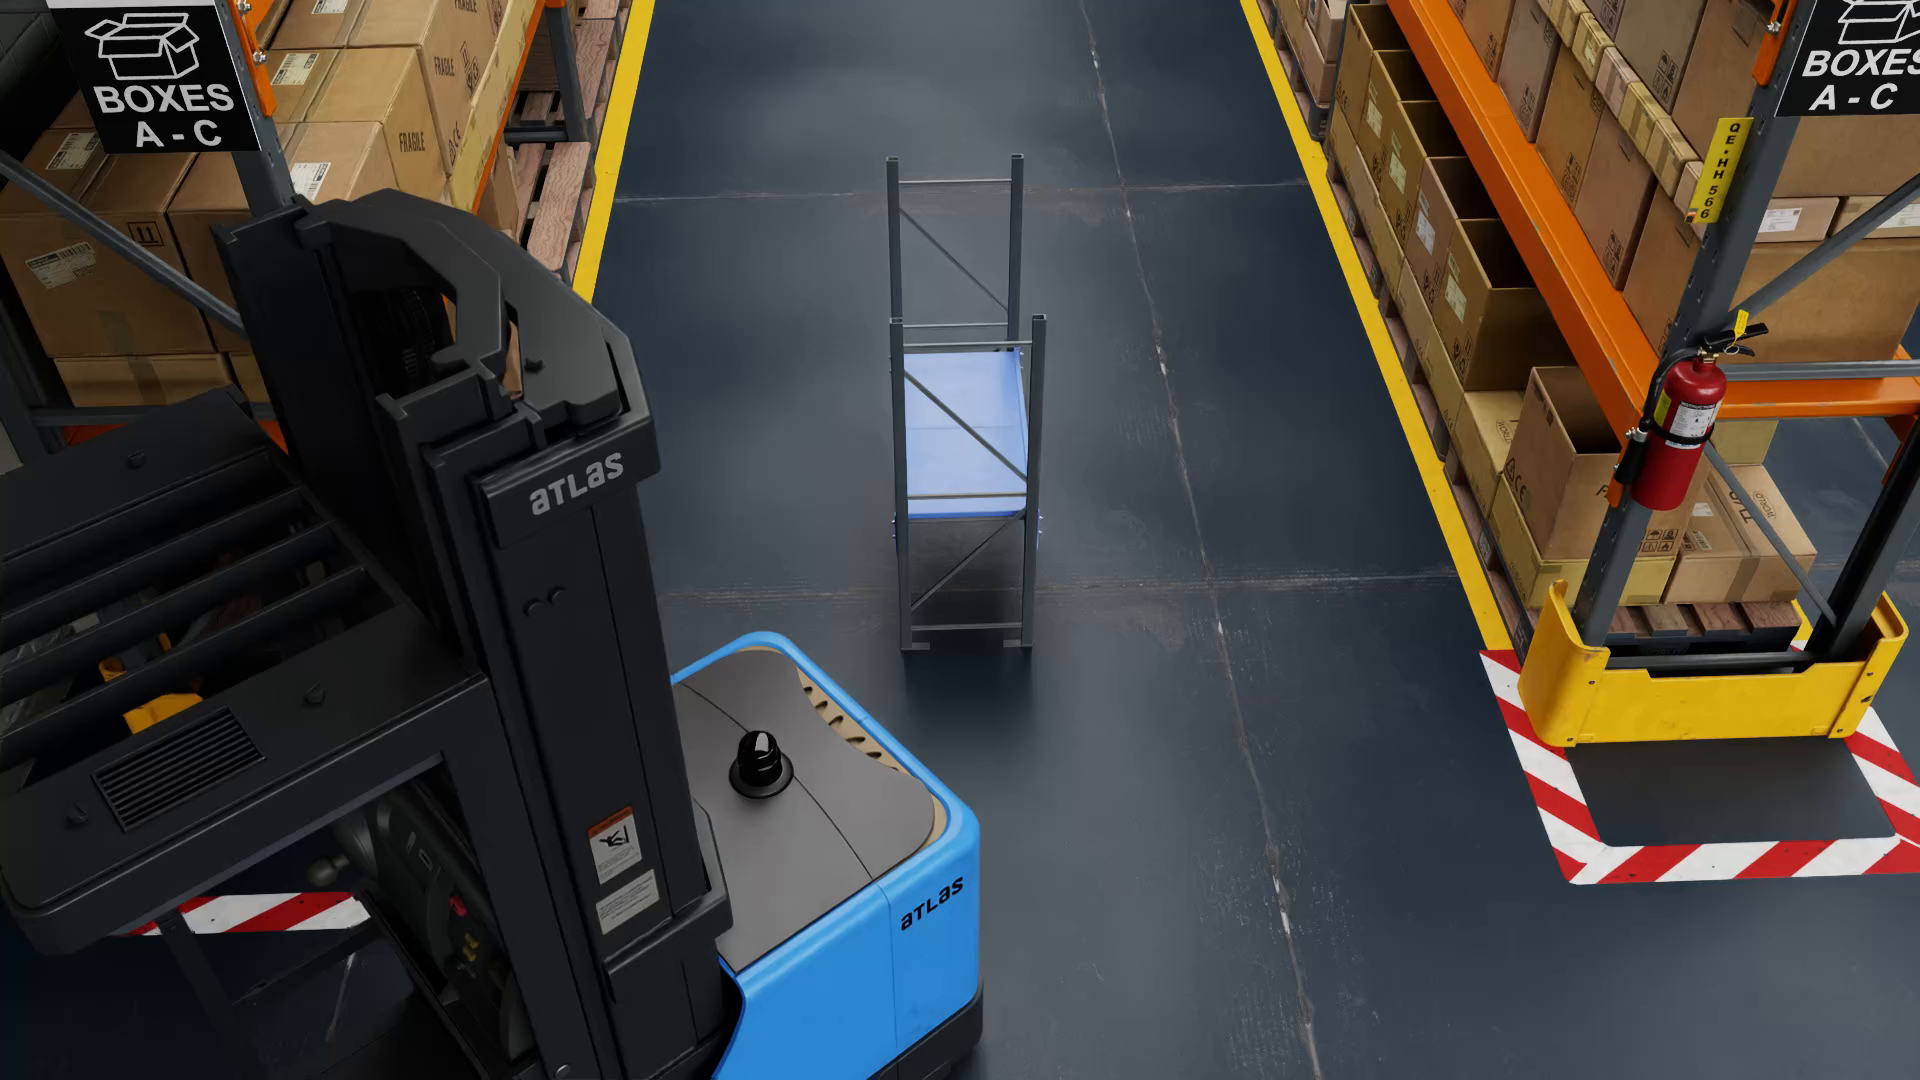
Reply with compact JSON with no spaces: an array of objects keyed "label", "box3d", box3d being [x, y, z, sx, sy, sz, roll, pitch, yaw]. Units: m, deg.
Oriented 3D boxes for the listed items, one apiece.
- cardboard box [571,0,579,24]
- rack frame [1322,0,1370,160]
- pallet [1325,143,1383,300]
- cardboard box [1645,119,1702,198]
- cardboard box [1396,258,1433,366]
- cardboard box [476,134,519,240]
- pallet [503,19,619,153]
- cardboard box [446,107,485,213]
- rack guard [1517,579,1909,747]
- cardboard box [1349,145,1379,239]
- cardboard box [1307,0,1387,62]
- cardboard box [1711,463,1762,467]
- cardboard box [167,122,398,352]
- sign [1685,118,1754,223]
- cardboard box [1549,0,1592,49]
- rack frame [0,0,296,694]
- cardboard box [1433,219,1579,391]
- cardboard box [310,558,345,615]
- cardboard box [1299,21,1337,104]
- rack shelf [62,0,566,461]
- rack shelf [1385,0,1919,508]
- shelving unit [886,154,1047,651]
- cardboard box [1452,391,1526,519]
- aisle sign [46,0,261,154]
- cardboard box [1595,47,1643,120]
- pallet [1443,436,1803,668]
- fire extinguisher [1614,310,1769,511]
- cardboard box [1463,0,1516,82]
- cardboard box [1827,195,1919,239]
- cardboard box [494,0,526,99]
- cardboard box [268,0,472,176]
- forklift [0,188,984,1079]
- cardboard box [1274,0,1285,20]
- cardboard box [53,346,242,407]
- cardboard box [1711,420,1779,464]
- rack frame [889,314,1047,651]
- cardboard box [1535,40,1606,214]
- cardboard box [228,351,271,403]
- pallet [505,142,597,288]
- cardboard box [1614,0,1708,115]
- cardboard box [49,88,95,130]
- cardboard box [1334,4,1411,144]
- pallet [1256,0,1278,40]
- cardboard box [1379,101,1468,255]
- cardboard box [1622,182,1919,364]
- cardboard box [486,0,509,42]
[{"label":"cardboard box","box3d":[-2.589,-3.154,9.496,0.700,0.500,0.500,-2,43,-3]},{"label":"rack frame","box3d":[2.480,-3.214,8.037,1.000,3.000,0.127,-2,43,-2]},{"label":"pallet","box3d":[2.471,-1.648,8.392,1.003,0.211,1.213,-2,43,-2]},{"label":"cardboard box","box3d":[2.430,-1.219,5.306,0.380,0.149,0.250,-1,43,-1]},{"label":"cardboard box","box3d":[2.256,-1.021,7.368,0.500,0.250,0.500,-2,43,-2]},{"label":"cardboard box","box3d":[-2.385,-1.611,7.812,0.500,0.500,0.500,-5,43,-5]},{"label":"pallet","box3d":[-2.504,-2.567,9.395,1.003,0.211,1.213,-2,43,-2]},{"label":"cardboard box","box3d":[-2.055,-1.354,6.104,0.500,0.250,0.500,-2,43,-2]},{"label":"rack guard","box3d":[2.650,0.424,5.918,1.175,0.500,0.348,-2,43,-2]},{"label":"cardboard box","box3d":[2.212,-1.696,8.105,0.500,0.250,0.500,-2,43,-2]},{"label":"cardboard box","box3d":[2.176,-2.827,8.924,0.500,0.311,0.500,-2,43,-2]},{"label":"cardboard box","box3d":[2.824,-0.361,6.648,0.500,0.250,0.500,-2,43,-2]},{"label":"cardboard box","box3d":[-2.020,-0.929,5.084,0.500,0.500,0.500,-2,43,-2]},{"label":"sign","box3d":[2.107,-1.022,4.613,0.100,0.325,0.005,-2,43,-2]},{"label":"cardboard box","box3d":[2.386,-1.916,6.067,0.380,0.149,0.250,-1,43,-1]},{"label":"rack frame","box3d":[-2.300,-0.369,4.933,1.000,3.000,0.127,-2,43,-2]},{"label":"cardboard box","box3d":[2.272,-0.960,6.746,0.500,0.500,0.500,-2,43,-2]},{"label":"cardboard box","box3d":[-2.239,-0.010,6.205,0.500,0.311,0.500,-6,43,-7]},{"label":"cardboard box","box3d":[2.172,-2.627,9.120,0.500,0.250,0.500,-2,43,-2]},{"label":"rack shelf","box3d":[-2.385,-1.454,6.649,1.077,0.370,4.000,-2,43,-2]},{"label":"rack shelf","box3d":[2.565,-1.599,6.807,1.077,0.370,4.000,-2,43,-2]},{"label":"shelving unit","box3d":[0.004,-0.495,6.180,0.538,1.500,1.048,-2,43,-2]},{"label":"cardboard box","box3d":[2.298,-0.346,6.632,0.500,0.250,0.500,-2,43,-2]},{"label":"aisle sign","box3d":[-1.997,-1.288,4.011,0.394,0.787,0.004,-2,43,-2]},{"label":"cardboard box","box3d":[2.411,-1.562,5.680,0.380,0.149,0.250,-1,43,-1]},{"label":"pallet","box3d":[2.575,-0.001,6.595,1.003,0.211,1.213,-2,43,-2]},{"label":"fire extinguisher","box3d":[2.190,-0.392,5.015,0.296,0.674,0.183,-2,43,-2]},{"label":"cardboard box","box3d":[2.551,-2.257,6.919,0.700,0.500,0.500,-1,43,-1]},{"label":"cardboard box","box3d":[2.848,-1.061,5.134,0.380,0.149,0.250,-2,43,-2]},{"label":"cardboard box","box3d":[-2.097,-2.035,6.846,0.500,0.250,0.500,-2,43,-2]},{"label":"cardboard box","box3d":[-2.046,-1.612,5.830,0.500,0.500,0.500,-3,43,-3]},{"label":"forklift","box3d":[-1.382,0.844,3.660,3.031,2.935,1.130,-30,50,-28]},{"label":"cardboard box","box3d":[2.130,-3.314,9.870,0.500,0.250,0.500,-1,43,-1]},{"label":"cardboard box","box3d":[-2.513,-0.631,5.315,0.500,0.250,0.500,-1,43,-1]},{"label":"cardboard box","box3d":[2.826,-0.637,6.395,0.500,0.500,0.500,-2,43,-2]},{"label":"rack frame","box3d":[0.025,-0.152,5.806,0.500,1.500,0.032,-2,43,-2]},{"label":"cardboard box","box3d":[2.600,-1.556,6.154,0.700,0.500,0.500,-1,43,-2]},{"label":"cardboard box","box3d":[-2.003,-0.660,5.346,0.500,0.250,0.500,-3,43,-3]},{"label":"pallet","box3d":[-2.406,-1.589,8.328,1.003,0.211,1.213,-2,43,-2]},{"label":"cardboard box","box3d":[2.612,-1.735,5.389,0.700,0.500,0.500,-3,43,-3]},{"label":"cardboard box","box3d":[-2.544,-1.250,5.435,0.500,0.500,0.500,-1,43,-1]},{"label":"cardboard box","box3d":[2.186,-2.310,8.219,0.500,0.500,0.500,-2,43,-2]},{"label":"pallet","box3d":[2.354,-3.508,10.421,1.003,0.211,1.213,-2,43,-2]},{"label":"cardboard box","box3d":[2.229,-1.635,7.483,0.500,0.500,0.500,-2,43,-2]},{"label":"cardboard box","box3d":[2.642,-0.866,5.401,0.700,0.500,0.500,-2,43,-2]},{"label":"cardboard box","box3d":[-2.103,-2.311,6.592,0.500,0.500,0.500,-3,43,-3]}]
